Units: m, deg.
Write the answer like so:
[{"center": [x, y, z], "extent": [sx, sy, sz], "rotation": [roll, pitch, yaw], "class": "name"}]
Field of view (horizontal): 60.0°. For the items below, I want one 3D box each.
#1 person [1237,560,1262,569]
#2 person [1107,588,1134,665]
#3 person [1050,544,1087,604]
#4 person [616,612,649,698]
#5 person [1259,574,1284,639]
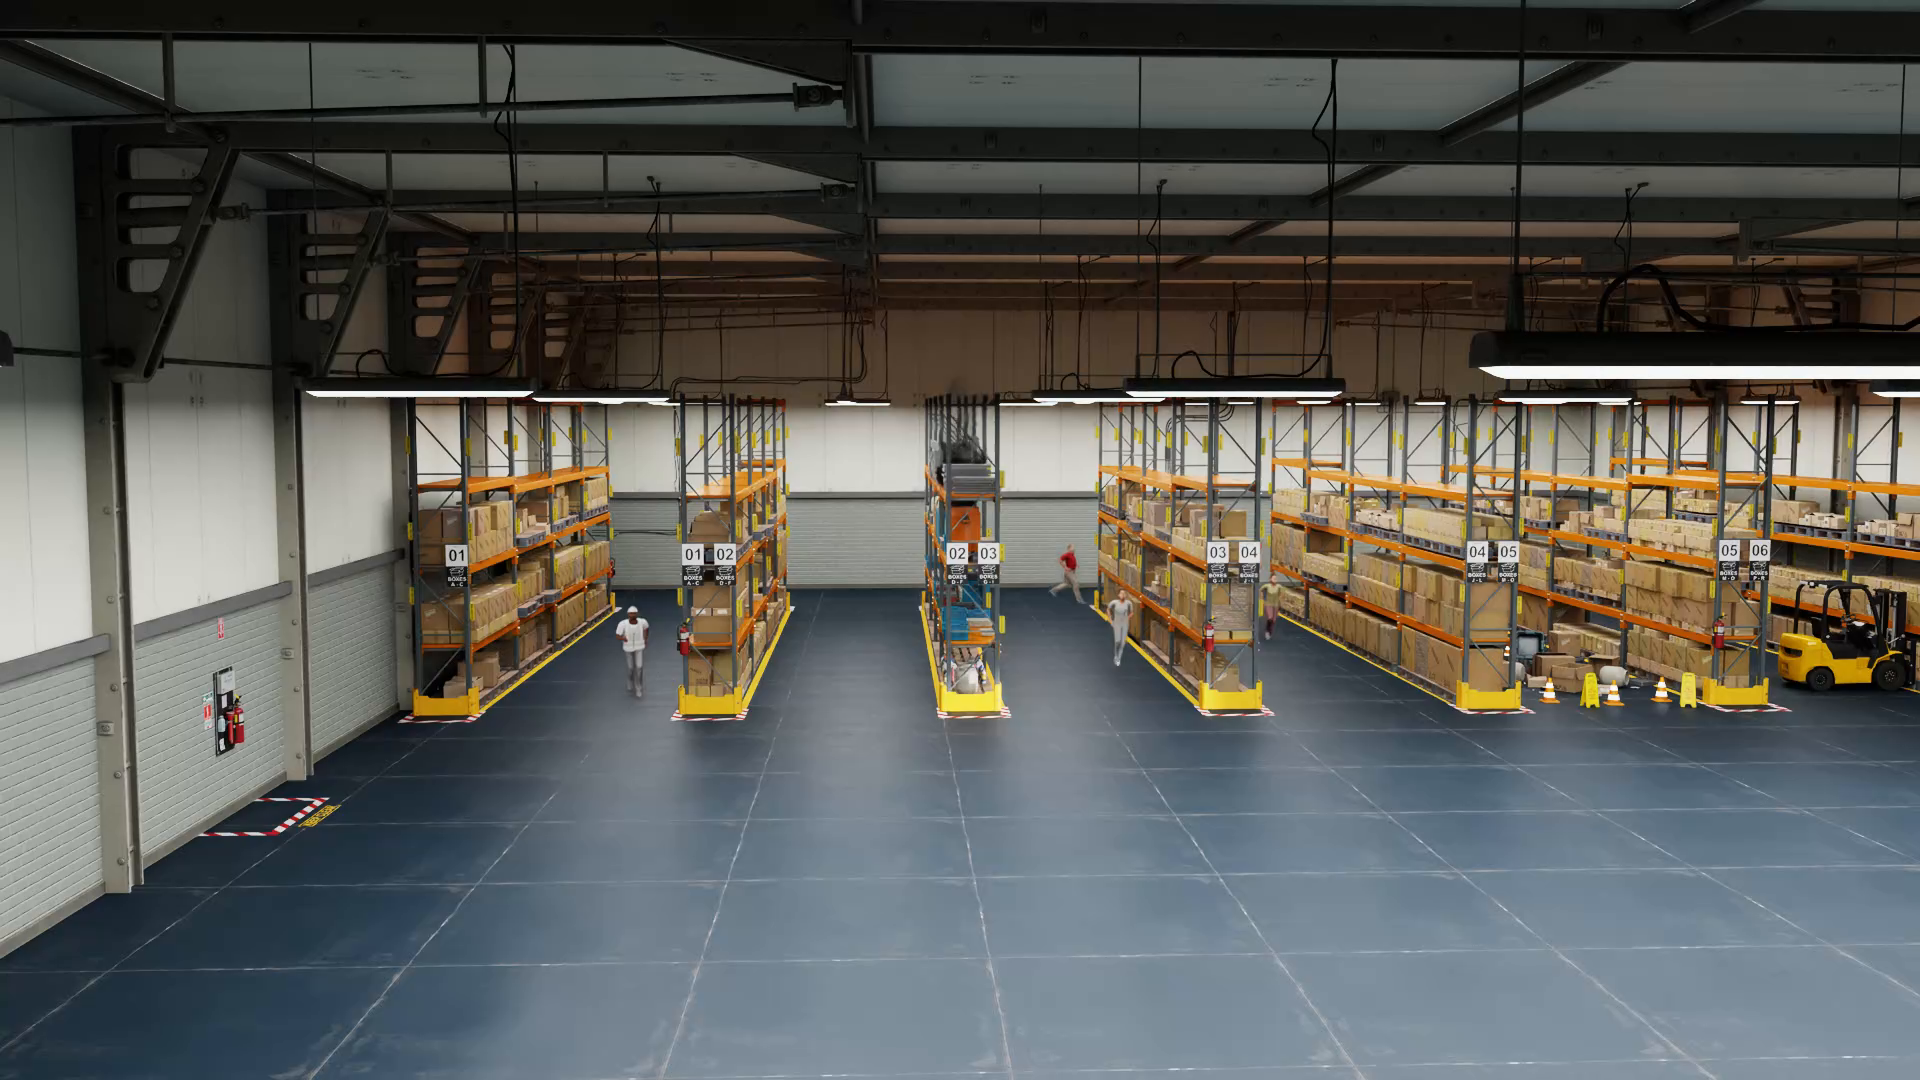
[{"center": [8.380, 1.007, 48.598], "extent": [0.625, 1.815, 0.719], "rotation": [-4, 6, -42], "class": "person"}, {"center": [3.405, 1.839, 35.152], "extent": [0.565, 1.654, 0.603], "rotation": [0, 5, -4], "class": "person"}, {"center": [3.199, 1.004, 49.065], "extent": [1.129, 1.756, 0.627], "rotation": [1, 5, 11], "class": "person"}, {"center": [-6.547, 2.223, 33.266], "extent": [0.640, 1.759, 0.890], "rotation": [-1, 5, -10], "class": "person"}, {"center": [7.732, 1.641, 41.147], "extent": [0.574, 1.627, 0.650], "rotation": [0, 5, -5], "class": "person"}]
